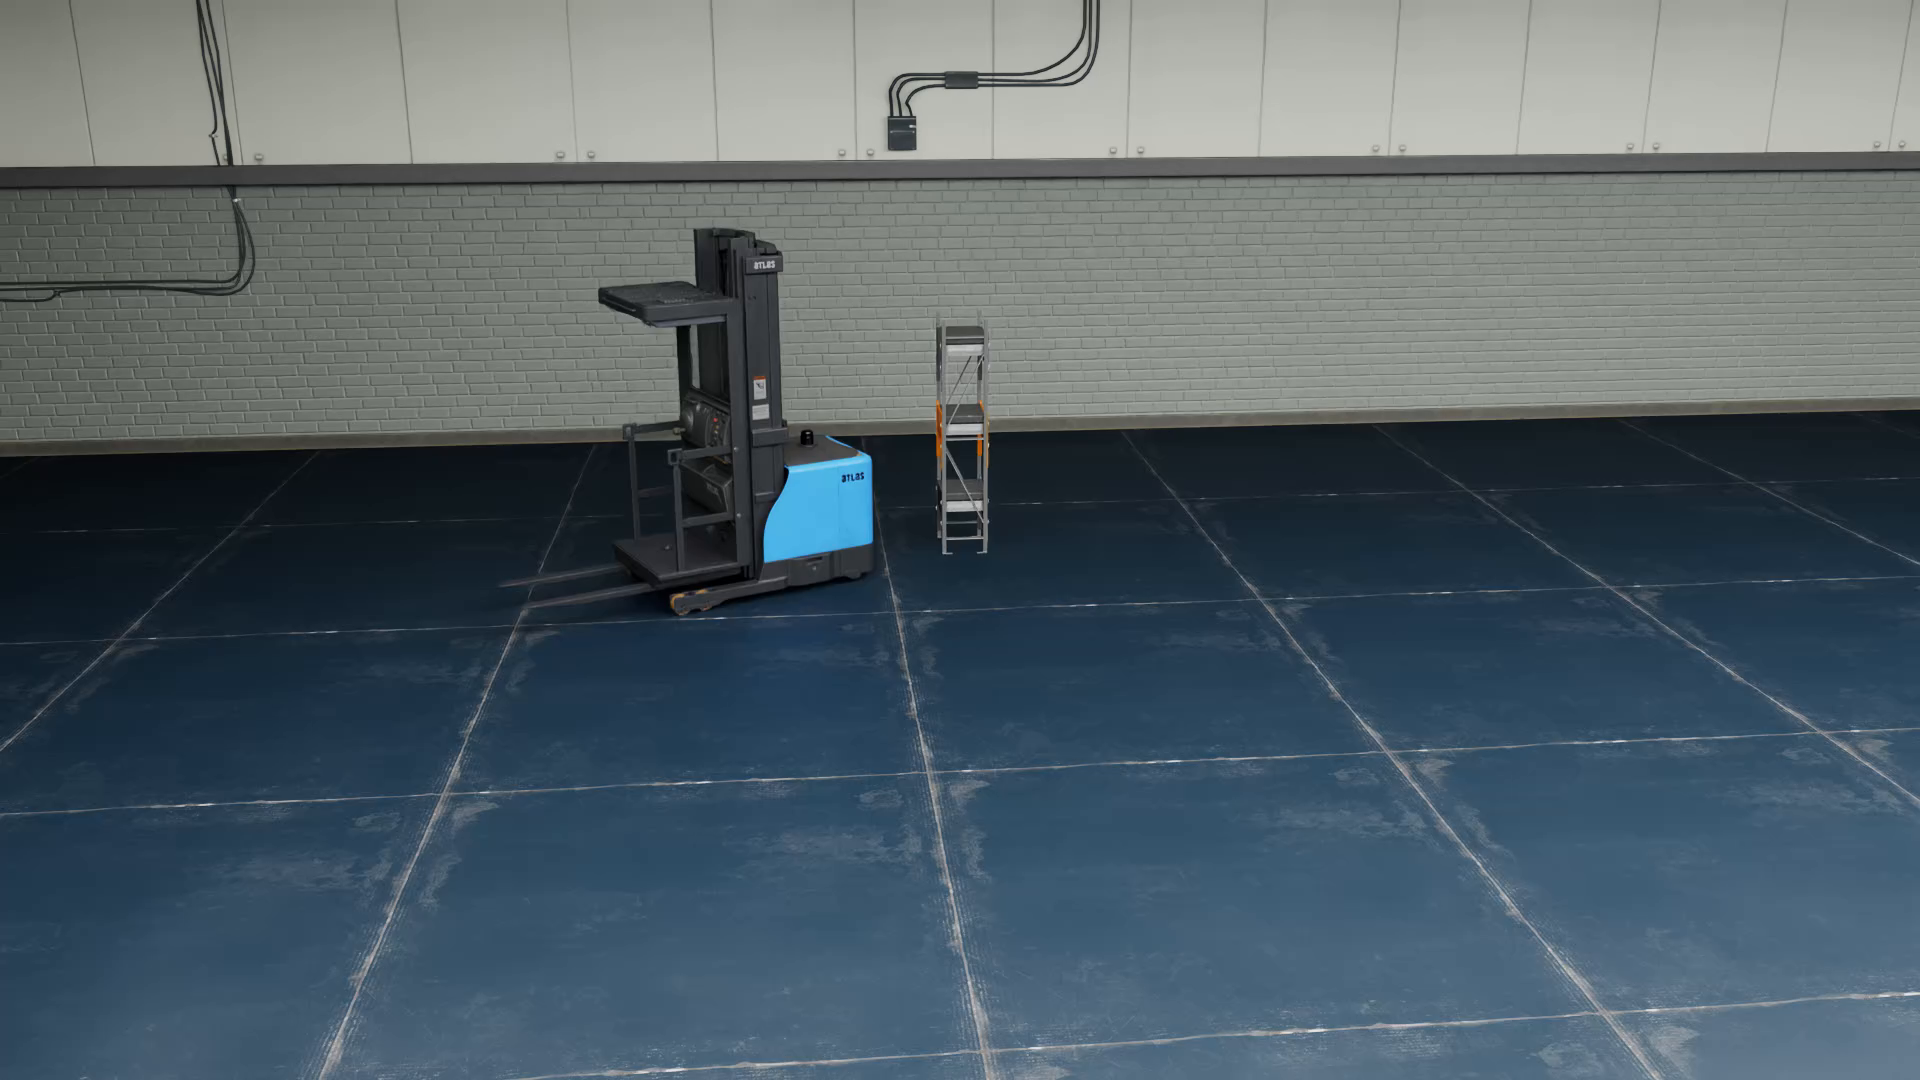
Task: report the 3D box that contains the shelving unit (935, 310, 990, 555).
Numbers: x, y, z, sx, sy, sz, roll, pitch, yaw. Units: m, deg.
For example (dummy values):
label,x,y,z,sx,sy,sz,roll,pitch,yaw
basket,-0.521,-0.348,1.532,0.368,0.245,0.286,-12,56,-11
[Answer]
label,x,y,z,sx,sy,sz,roll,pitch,yaw
shelving unit,0.017,-0.952,14.778,0.431,2.100,0.503,-2,18,-6

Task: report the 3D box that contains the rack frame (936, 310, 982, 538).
label,x,y,z,sx,sy,sz,roll,pitch,yaw
rack frame,-0.008,-1.025,15.010,0.400,2.100,0.015,-2,18,-6

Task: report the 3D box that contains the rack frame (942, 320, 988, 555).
label,x,y,z,sx,sy,sz,roll,pitch,yaw
rack frame,0.042,-0.880,14.547,0.400,2.100,0.015,-2,18,-6

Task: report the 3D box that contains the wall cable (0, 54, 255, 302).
label,x,y,z,sx,sy,sz,roll,pitch,yaw
wall cable,-9.077,-3.755,17.371,3.097,2.526,0.112,-2,18,-6

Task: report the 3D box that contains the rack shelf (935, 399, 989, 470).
label,x,y,z,sx,sy,sz,roll,pitch,yaw
rack shelf,0.017,-0.939,14.782,0.431,0.518,0.480,-2,18,-6

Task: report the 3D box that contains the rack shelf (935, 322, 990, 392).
label,x,y,z,sx,sy,sz,roll,pitch,yaw
rack shelf,0.017,-1.607,14.573,0.431,0.518,0.480,-2,18,-6

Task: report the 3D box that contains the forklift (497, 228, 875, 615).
label,x,y,z,sx,sy,sz,roll,pitch,yaw
forklift,-2.254,-0.978,13.472,3.031,2.935,1.130,-10,20,-30

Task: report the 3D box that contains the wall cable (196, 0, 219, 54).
label,x,y,z,sx,sy,sz,roll,pitch,yaw
wall cable,-6.386,-6.248,16.880,3.097,2.526,0.112,-2,18,-6

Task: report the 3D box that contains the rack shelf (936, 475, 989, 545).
label,x,y,z,sx,sy,sz,roll,pitch,yaw
rack shelf,0.017,-0.272,14.992,0.431,0.518,0.480,-2,18,-6

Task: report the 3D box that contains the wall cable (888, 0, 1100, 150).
label,x,y,z,sx,sy,sz,roll,pitch,yaw
wall cable,0.368,-7.147,17.315,2.305,6.003,0.169,-2,18,-6
